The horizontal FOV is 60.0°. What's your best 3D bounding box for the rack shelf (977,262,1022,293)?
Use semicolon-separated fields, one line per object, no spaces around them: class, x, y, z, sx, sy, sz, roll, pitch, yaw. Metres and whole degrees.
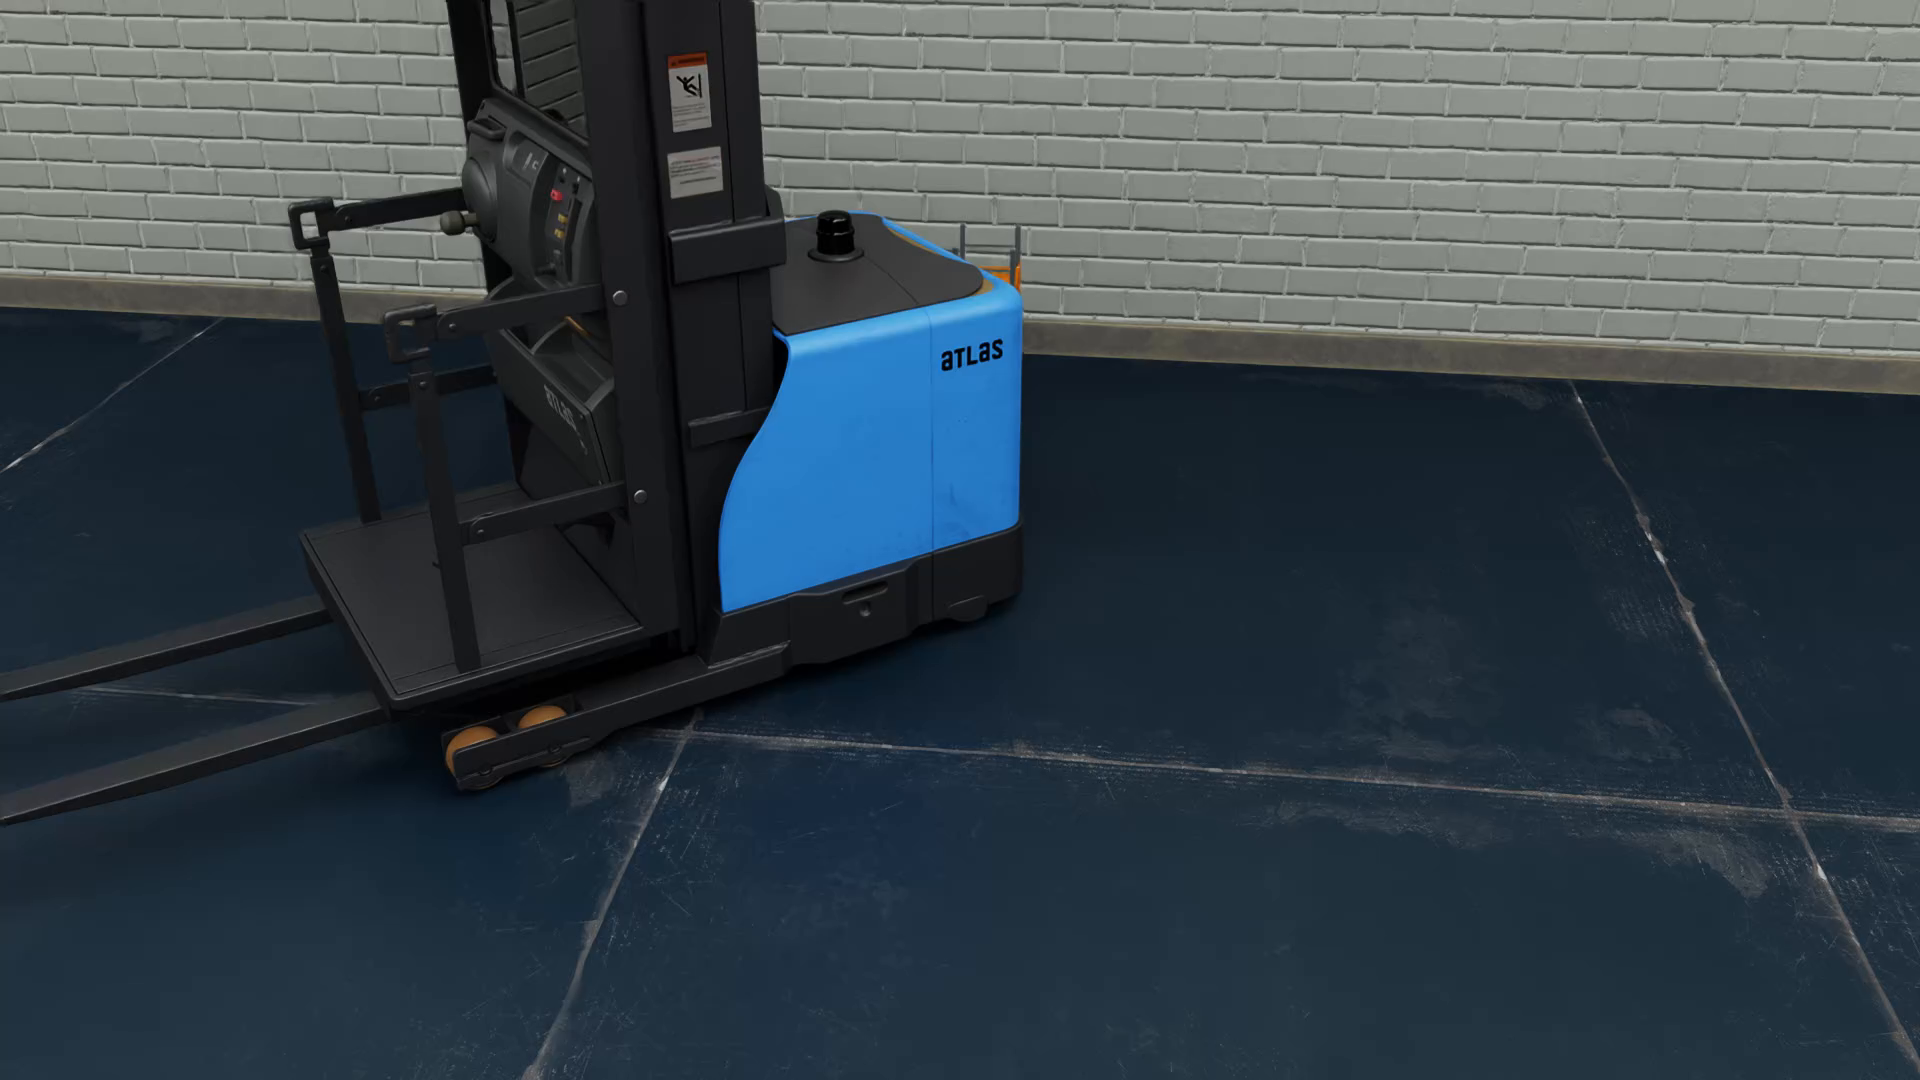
rack shelf;0.088;-0.754;5.467;0.215;0.259;0.240;3;28;5

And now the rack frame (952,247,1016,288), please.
rack frame;0.076;-0.456;5.489;0.200;1.050;0.008;3;28;5

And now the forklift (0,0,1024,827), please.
forklift;-1.324;-0.902;4.334;3.031;2.935;1.130;-16;32;-28

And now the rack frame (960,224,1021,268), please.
rack frame;0.099;-0.571;5.703;0.200;1.050;0.008;3;28;5

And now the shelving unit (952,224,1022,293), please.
shelving unit;0.088;-0.513;5.596;0.215;1.050;0.252;3;28;5
